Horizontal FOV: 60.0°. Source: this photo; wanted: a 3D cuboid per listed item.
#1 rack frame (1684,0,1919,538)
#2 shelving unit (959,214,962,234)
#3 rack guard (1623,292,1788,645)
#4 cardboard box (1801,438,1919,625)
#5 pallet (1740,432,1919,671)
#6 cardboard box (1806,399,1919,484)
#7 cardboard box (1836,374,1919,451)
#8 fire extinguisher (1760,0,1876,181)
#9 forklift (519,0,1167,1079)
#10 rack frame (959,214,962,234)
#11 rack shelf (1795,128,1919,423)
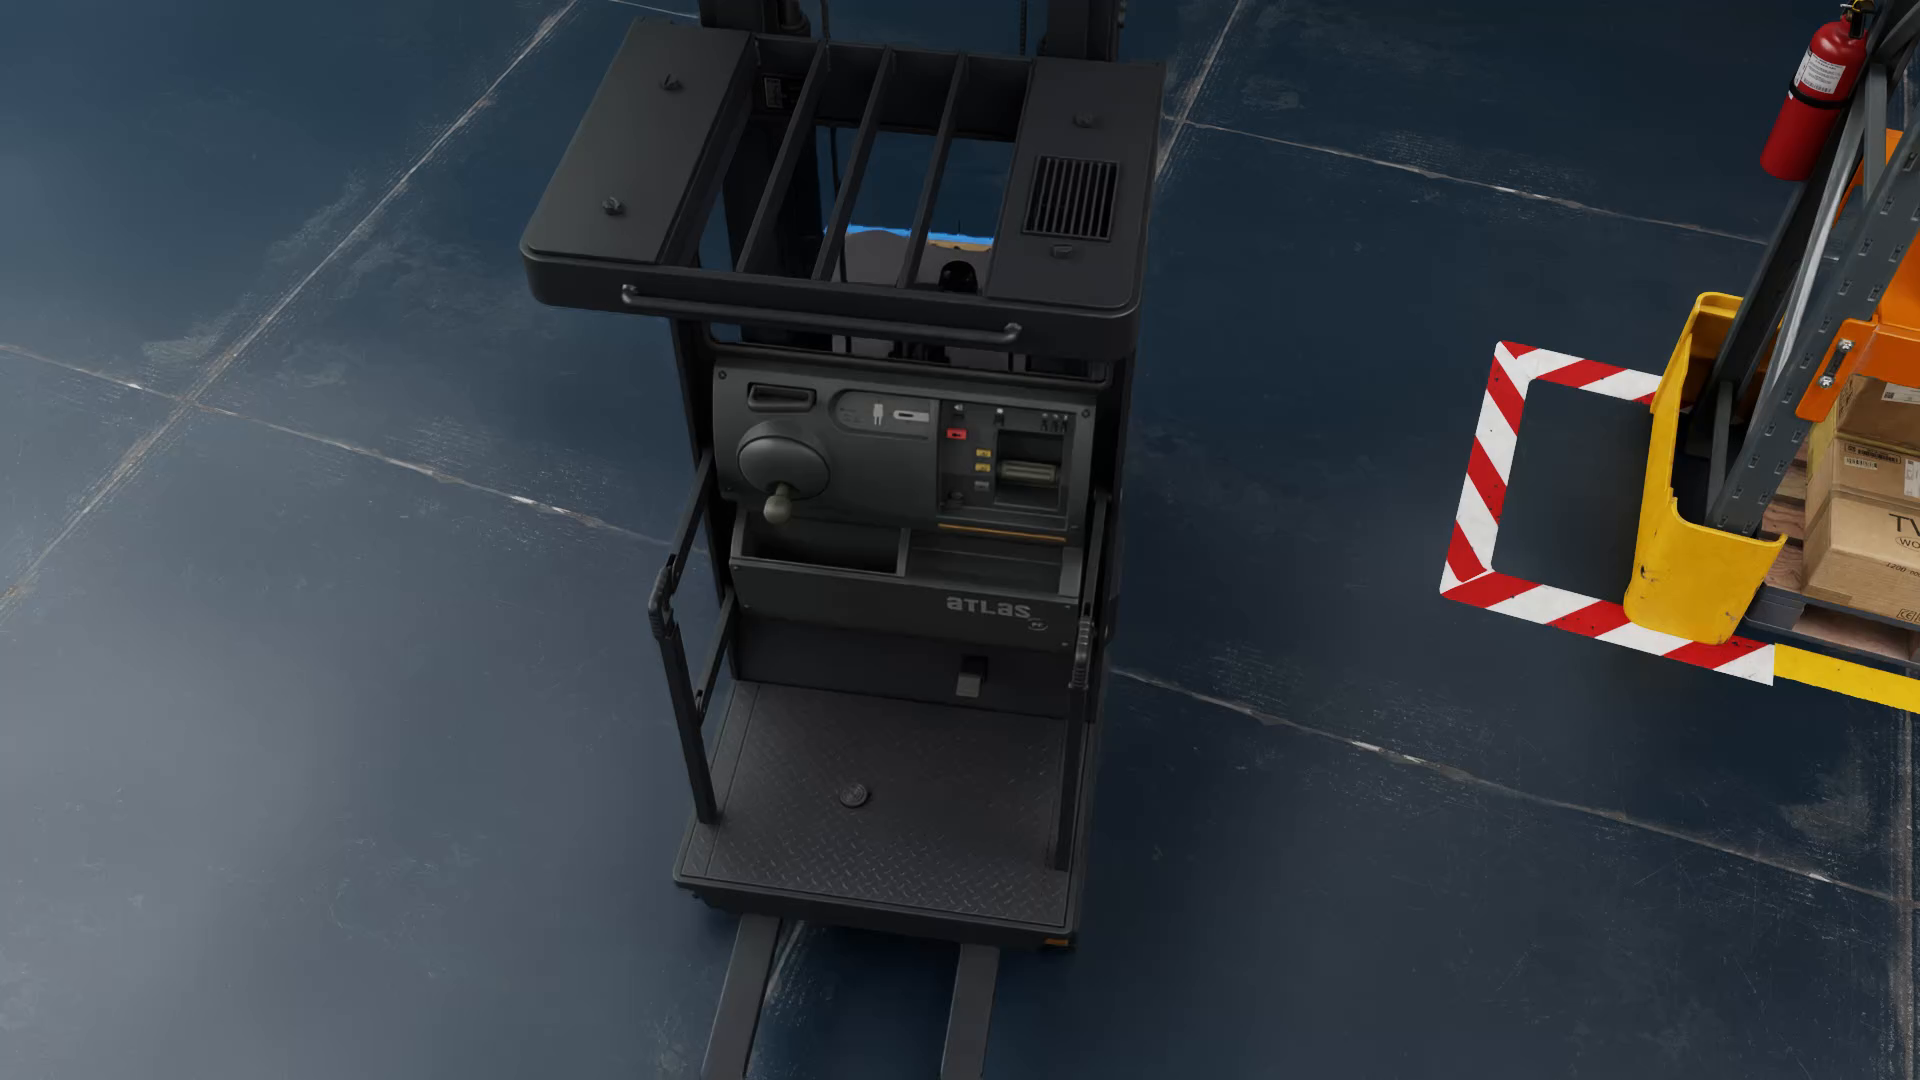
[{"bbox_3d":[2.581,-1.075,4.697,0.127,3.000,1.000,16,51,13],"label":"rack frame"},{"bbox_3d":[0.086,-0.680,5.743,0.210,0.900,0.258,7,49,6],"label":"shelving unit"},{"bbox_3d":[2.558,-0.263,5.647,0.348,0.500,1.175,16,51,13],"label":"rack guard"},{"bbox_3d":[3.007,-0.014,5.319,0.500,0.250,0.500,16,51,13],"label":"cardboard box"},{"bbox_3d":[3.313,0.008,5.603,1.213,0.211,1.003,16,51,13],"label":"pallet"},{"bbox_3d":[3.186,-0.381,5.637,0.500,0.250,0.500,16,51,13],"label":"cardboard box"},{"bbox_3d":[3.187,-0.629,5.355,0.500,0.500,0.500,16,51,13],"label":"cardboard box"},{"bbox_3d":[2.631,-1.410,5.039,0.183,0.674,0.296,16,51,13],"label":"fire extinguisher"},{"bbox_3d":[-0.172,-0.103,3.900,1.130,2.935,3.031,7,49,6],"label":"forklift"},{"bbox_3d":[-0.015,-0.691,5.753,0.006,0.900,0.240,7,49,6],"label":"rack frame"},{"bbox_3d":[4.457,-0.316,4.515,4.000,0.370,1.077,16,51,13],"label":"rack shelf"}]
